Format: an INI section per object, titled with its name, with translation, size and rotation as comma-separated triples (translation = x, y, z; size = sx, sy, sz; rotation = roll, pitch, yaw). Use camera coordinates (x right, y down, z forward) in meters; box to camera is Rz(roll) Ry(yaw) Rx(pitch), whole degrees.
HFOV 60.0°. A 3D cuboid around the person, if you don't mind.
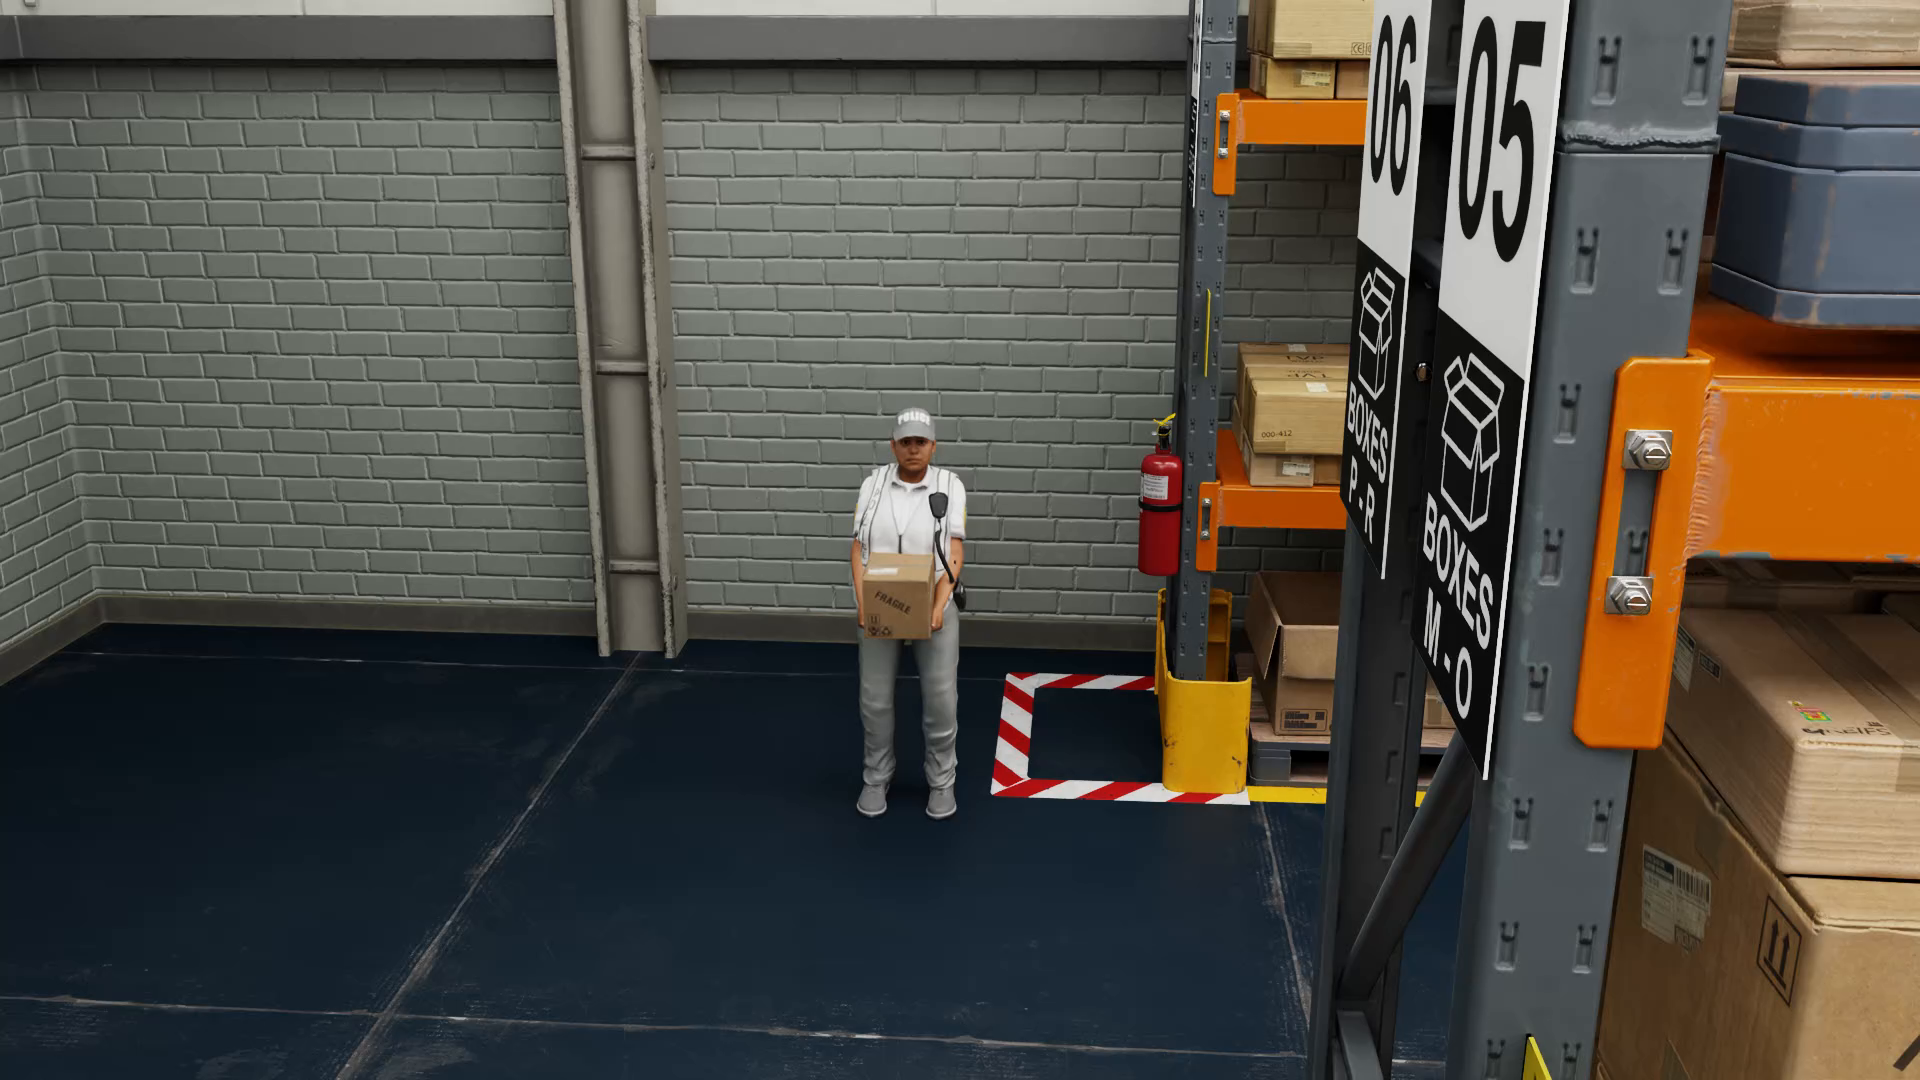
[person]
translation = -0.206, 0.313, 6.577
size = 0.453, 1.653, 0.541
rotation = 1, 18, 4
